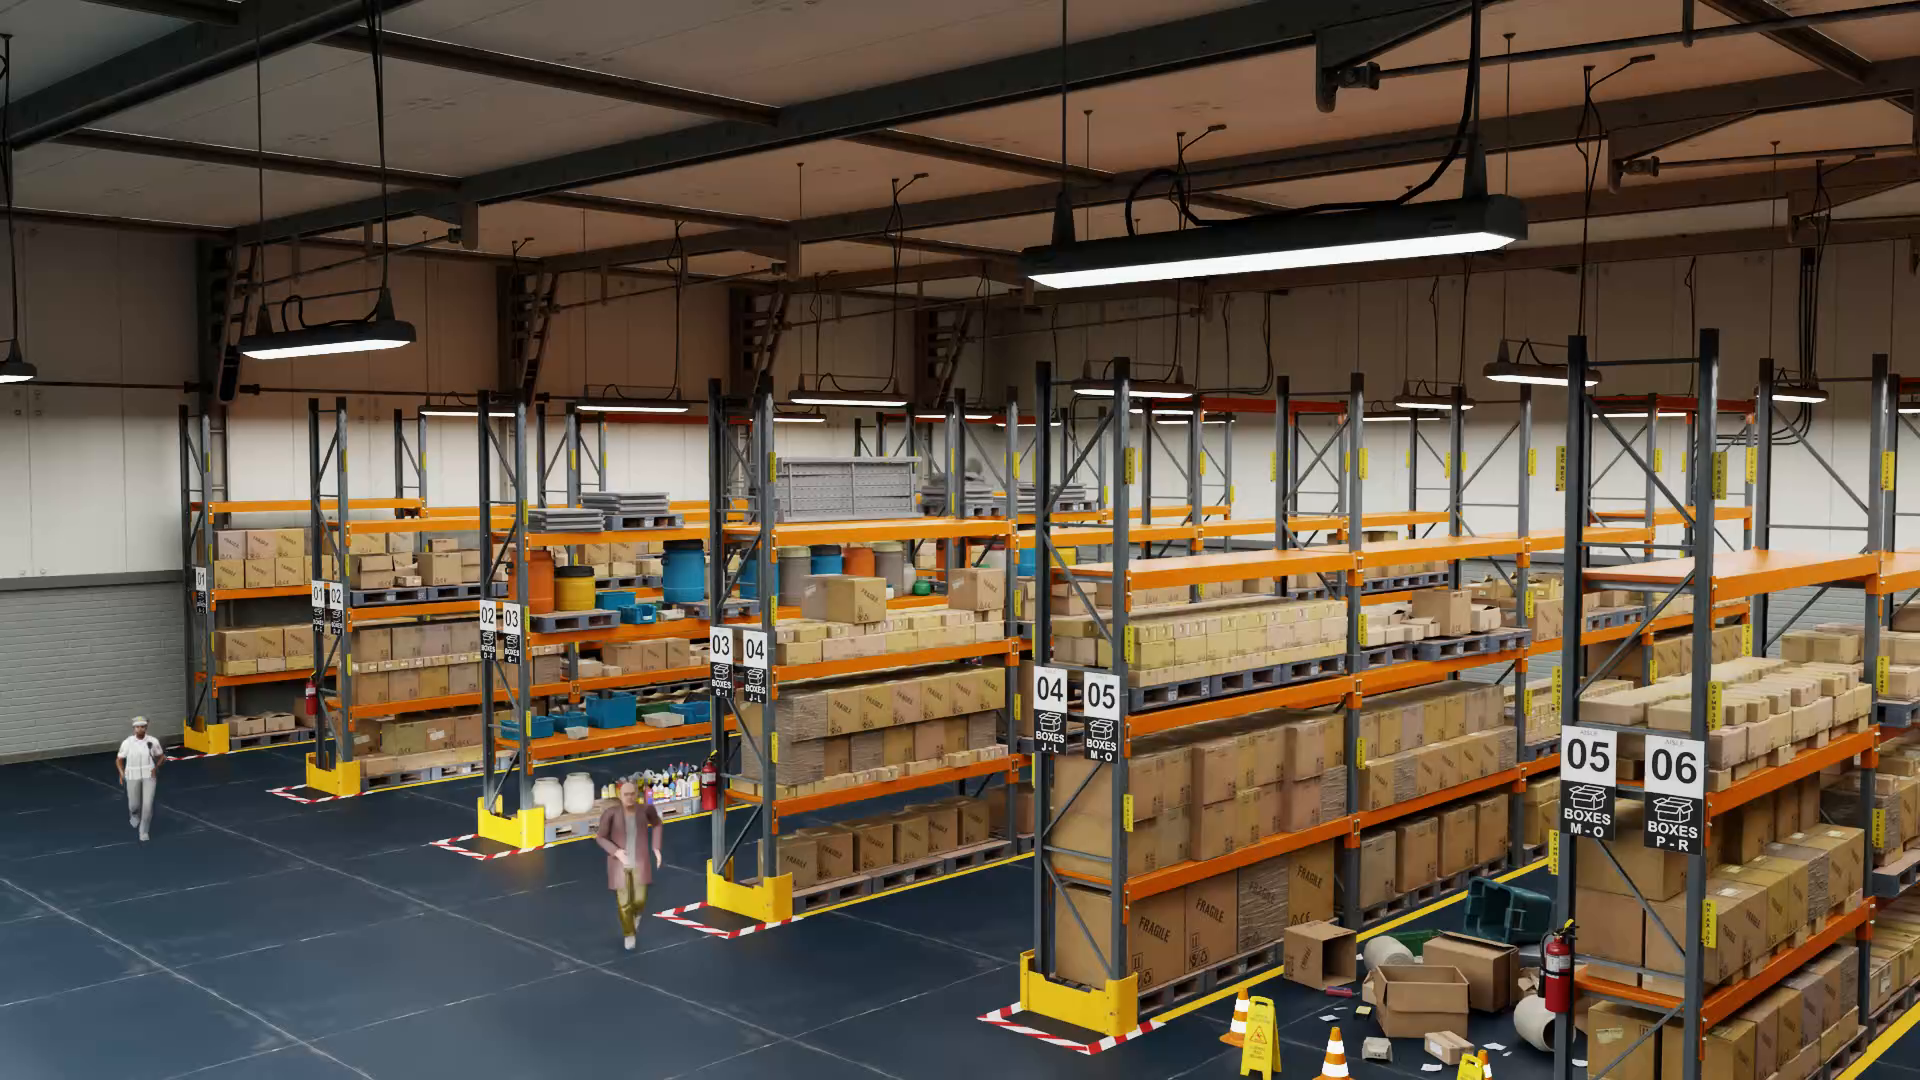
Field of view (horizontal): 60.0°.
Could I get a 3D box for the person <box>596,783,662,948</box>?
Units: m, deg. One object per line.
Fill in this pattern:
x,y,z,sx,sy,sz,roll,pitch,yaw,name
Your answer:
-3.441,3.387,17.362,0.701,1.735,0.672,-1,3,-16,person

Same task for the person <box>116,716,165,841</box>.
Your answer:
-10.953,3.172,22.241,0.585,1.659,0.561,-2,3,-28,person
